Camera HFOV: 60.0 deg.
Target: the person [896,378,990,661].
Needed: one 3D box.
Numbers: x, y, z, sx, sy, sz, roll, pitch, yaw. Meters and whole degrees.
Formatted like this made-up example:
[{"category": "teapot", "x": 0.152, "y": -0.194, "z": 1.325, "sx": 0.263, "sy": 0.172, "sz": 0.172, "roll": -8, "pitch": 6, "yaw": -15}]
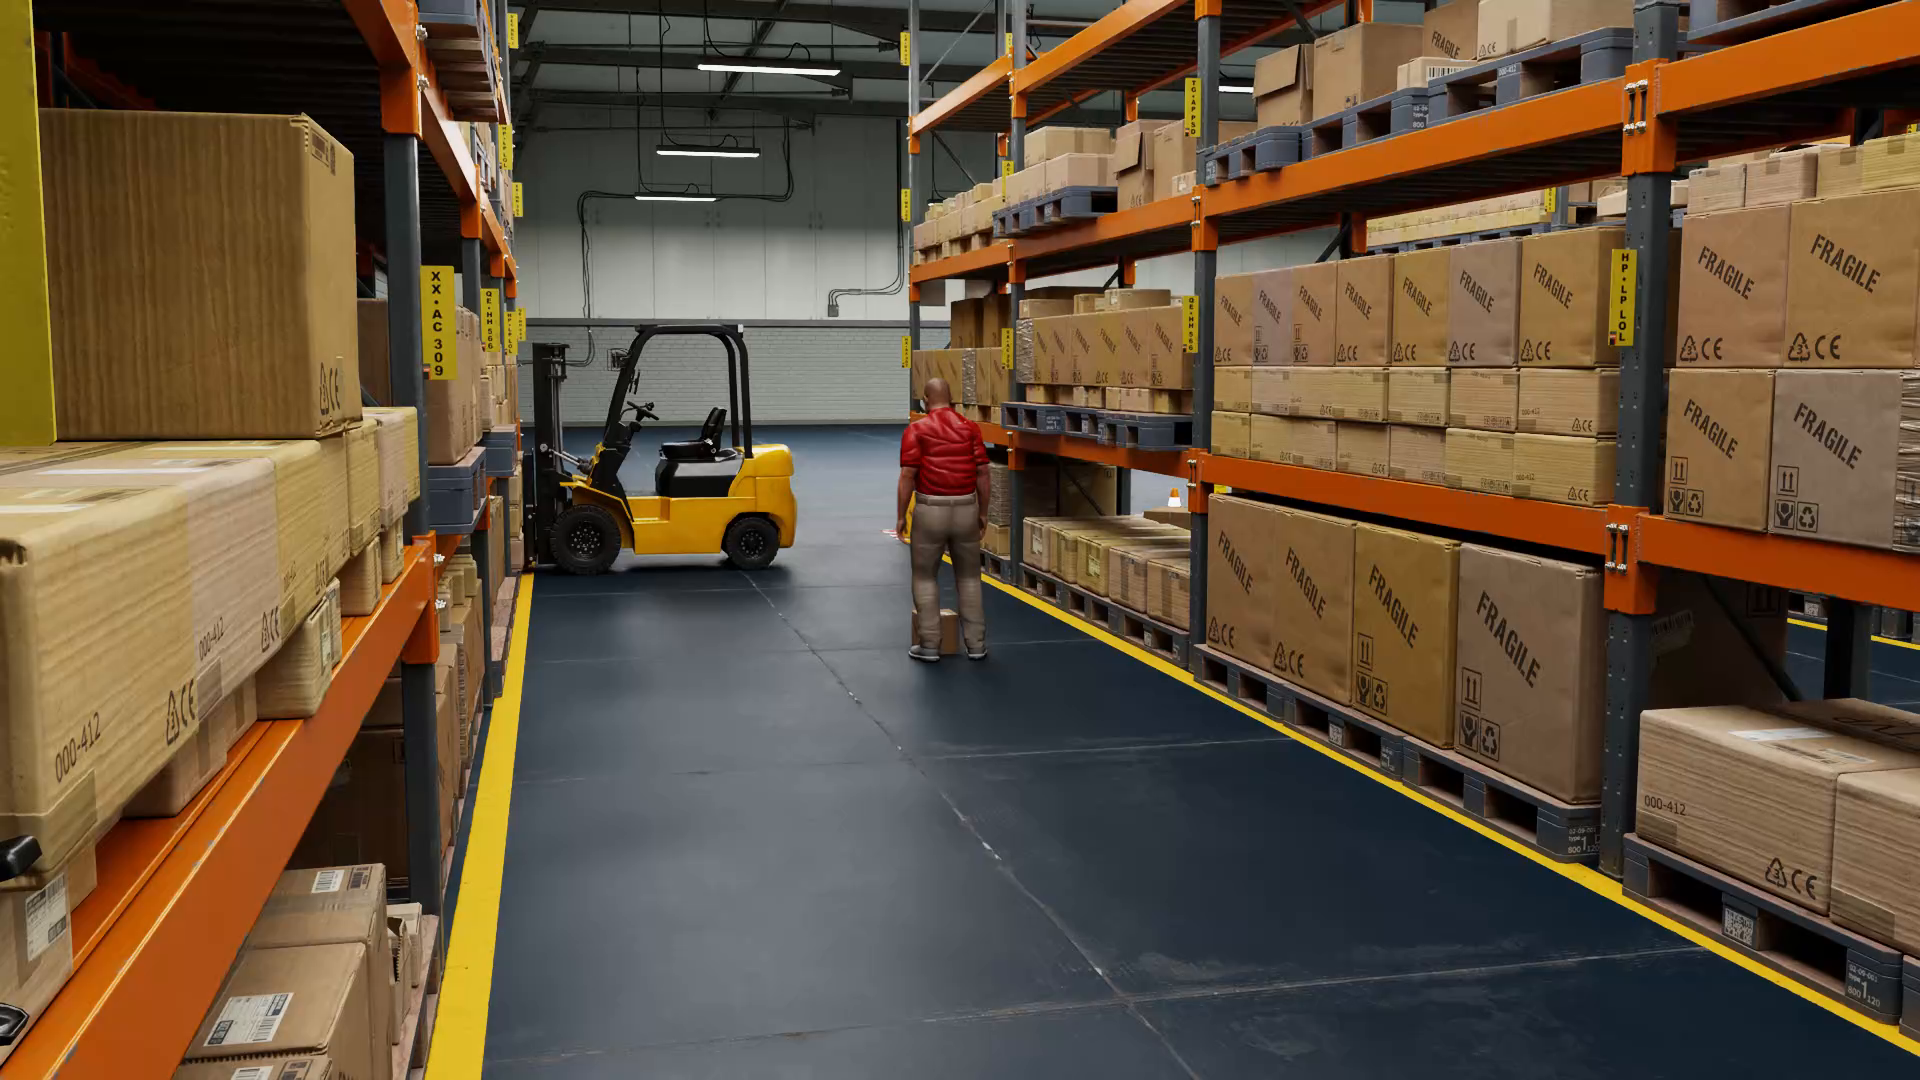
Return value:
[{"category": "person", "x": -0.097, "y": -0.127, "z": 10.199, "sx": 0.605, "sy": 1.728, "sz": 0.385, "roll": -2, "pitch": 6, "yaw": -17}]
